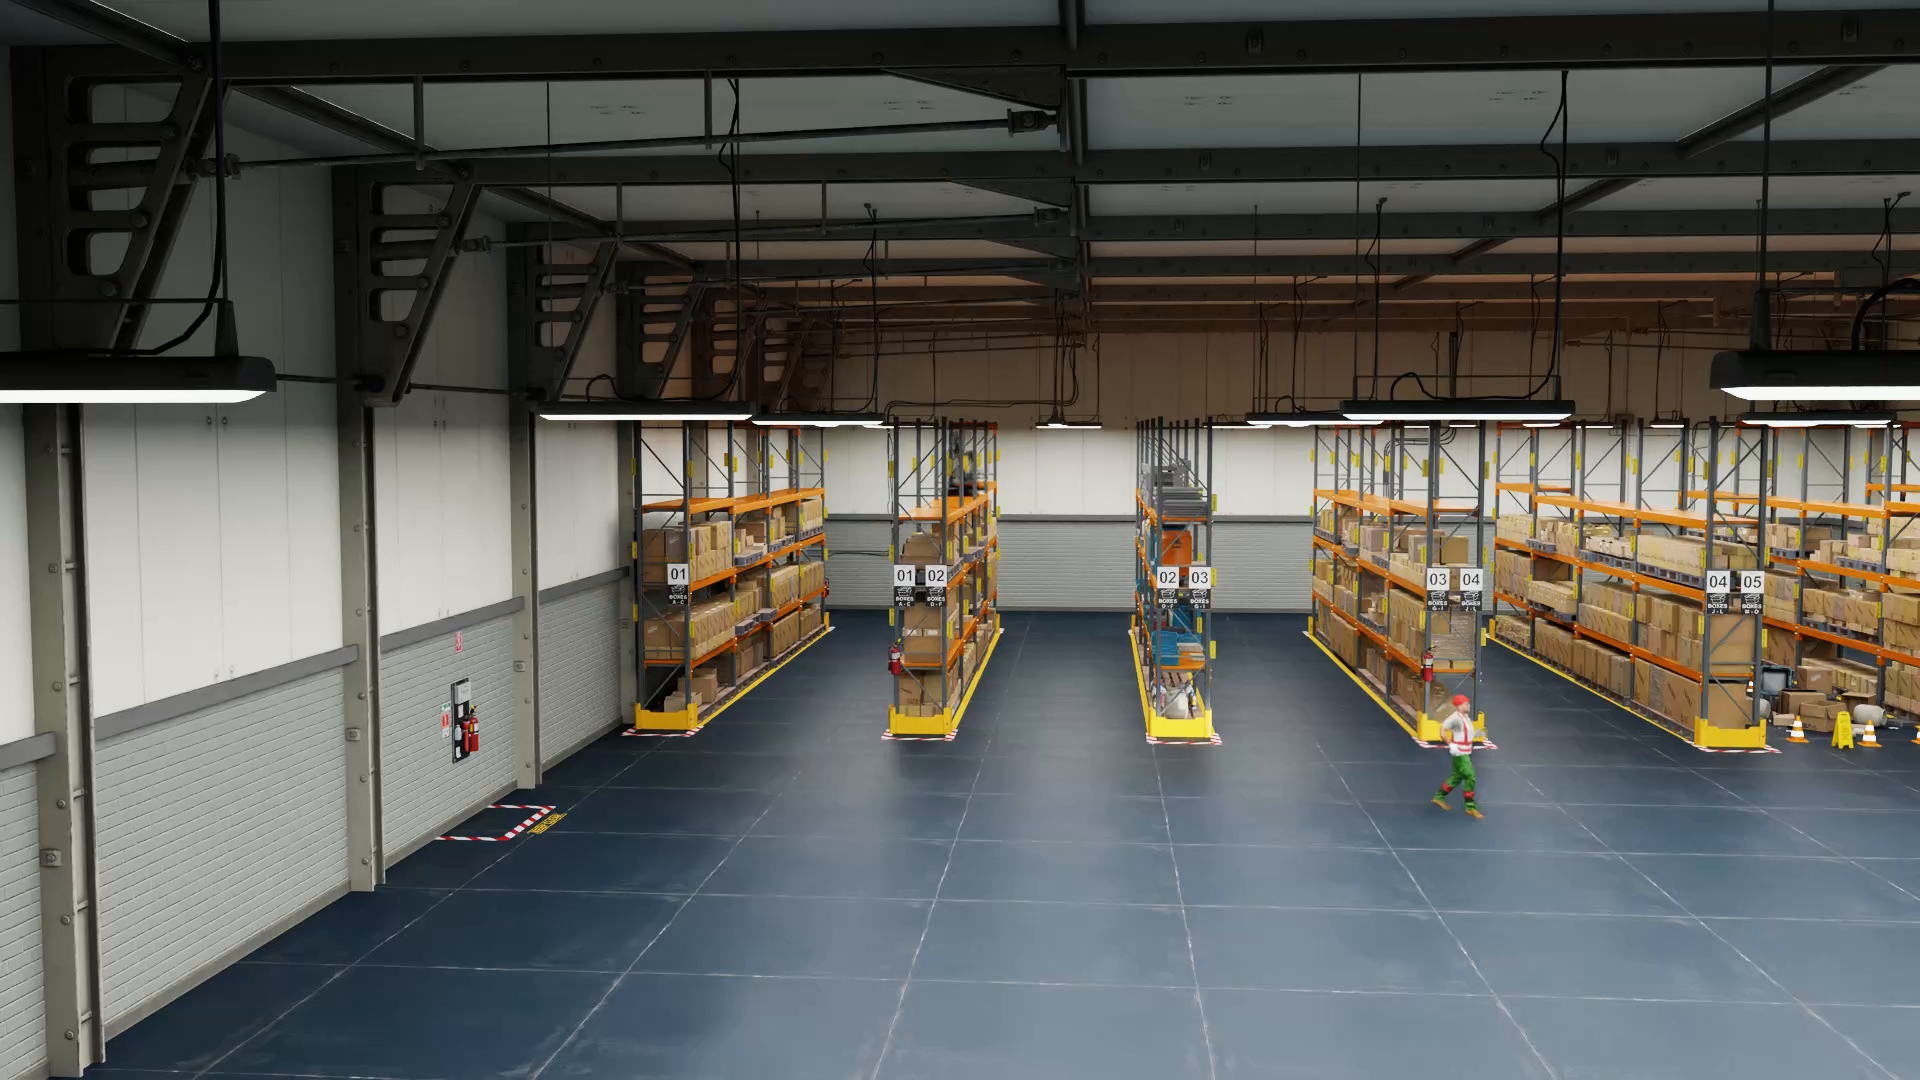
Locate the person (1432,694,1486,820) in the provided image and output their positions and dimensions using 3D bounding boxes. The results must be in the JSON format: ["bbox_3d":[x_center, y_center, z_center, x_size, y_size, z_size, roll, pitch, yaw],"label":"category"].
[{"bbox_3d":[7.435,3.203,24.734,0.814,1.824,0.640,2,4,29],"label":"person"}]

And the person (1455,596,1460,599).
[{"bbox_3d":[13.394,1.972,44.307,0.721,1.739,0.672,1,4,16],"label":"person"}]
